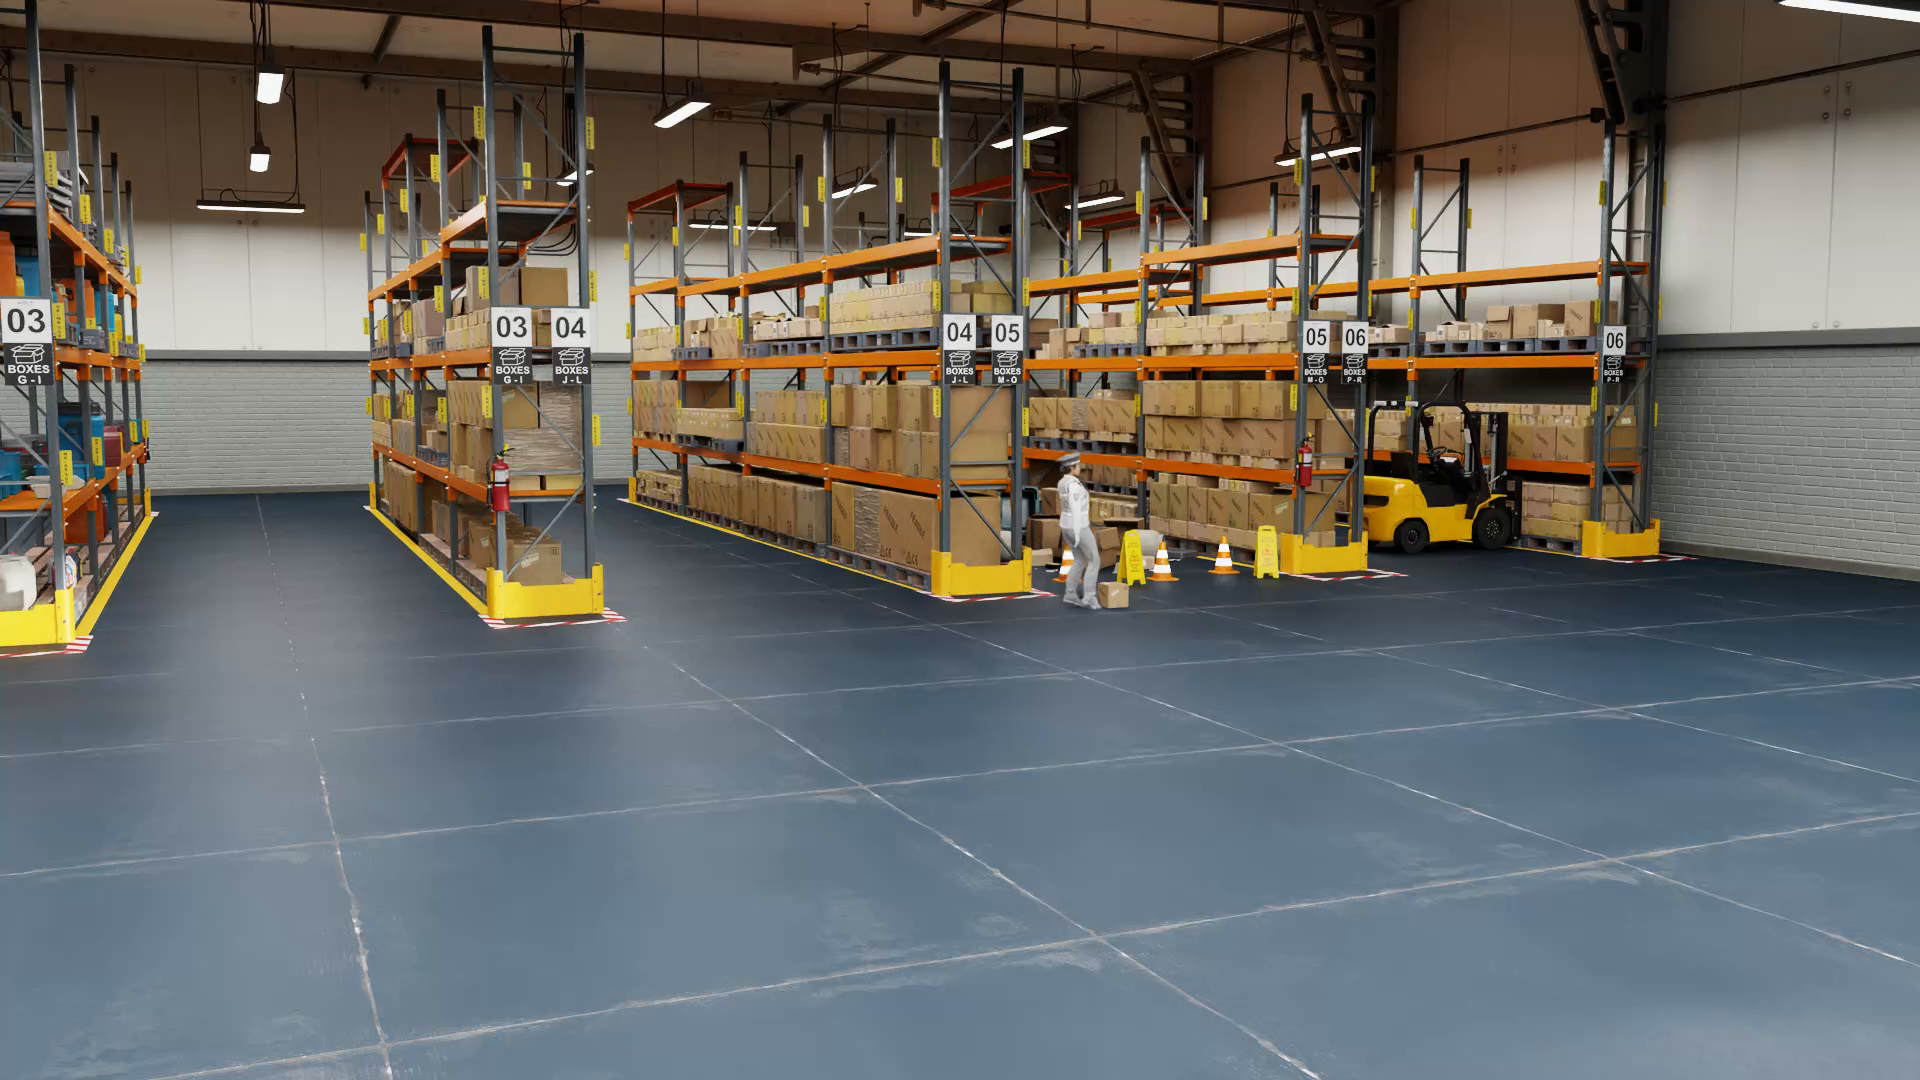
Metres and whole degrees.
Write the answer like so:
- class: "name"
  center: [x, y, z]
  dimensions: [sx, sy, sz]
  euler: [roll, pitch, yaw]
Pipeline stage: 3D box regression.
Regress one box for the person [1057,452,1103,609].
- class: "person"
  center: [1.287, -0.073, 17.906]
  dimensions: [0.534, 1.753, 0.531]
  euler: [-2, 6, -19]
